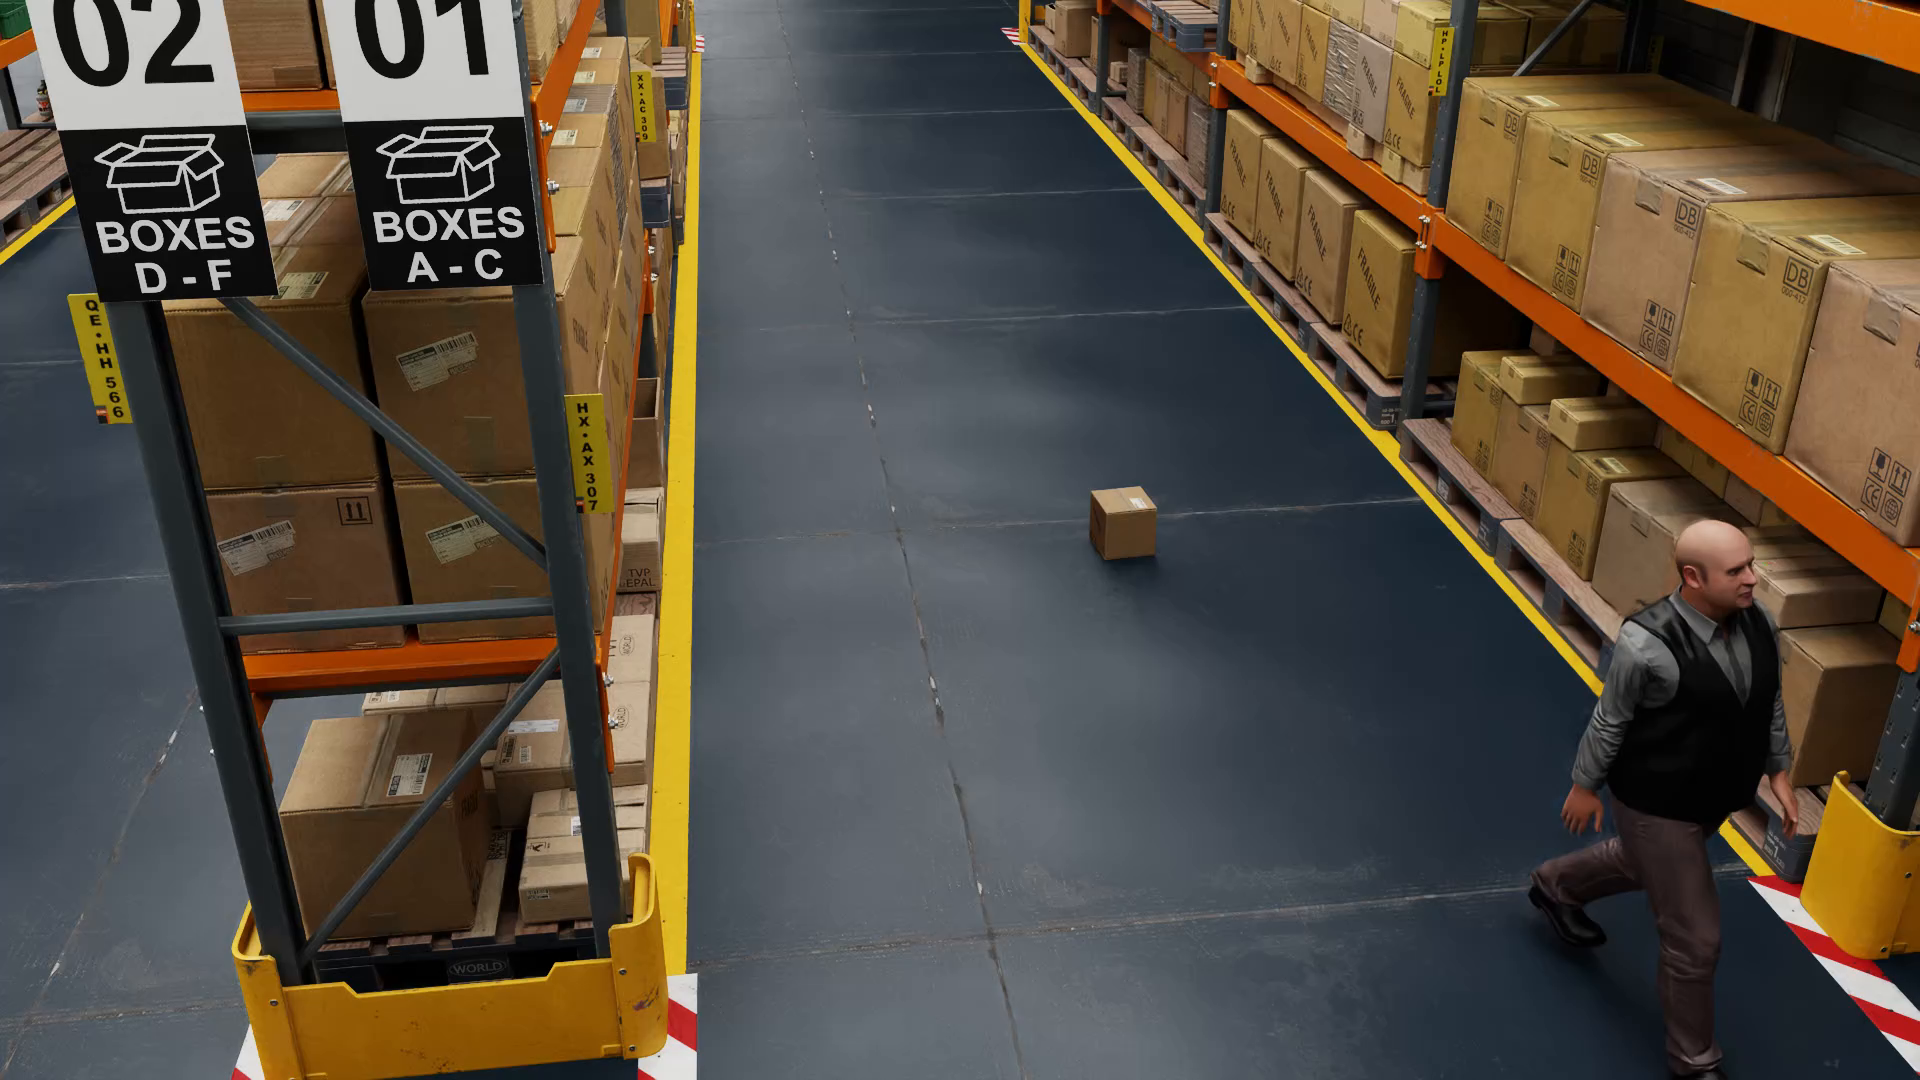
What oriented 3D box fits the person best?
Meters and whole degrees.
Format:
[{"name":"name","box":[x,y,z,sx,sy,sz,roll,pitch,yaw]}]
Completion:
[{"name":"person","box":[2.076,0.756,4.766,0.550,1.607,1.021,-14,30,-26]}]
